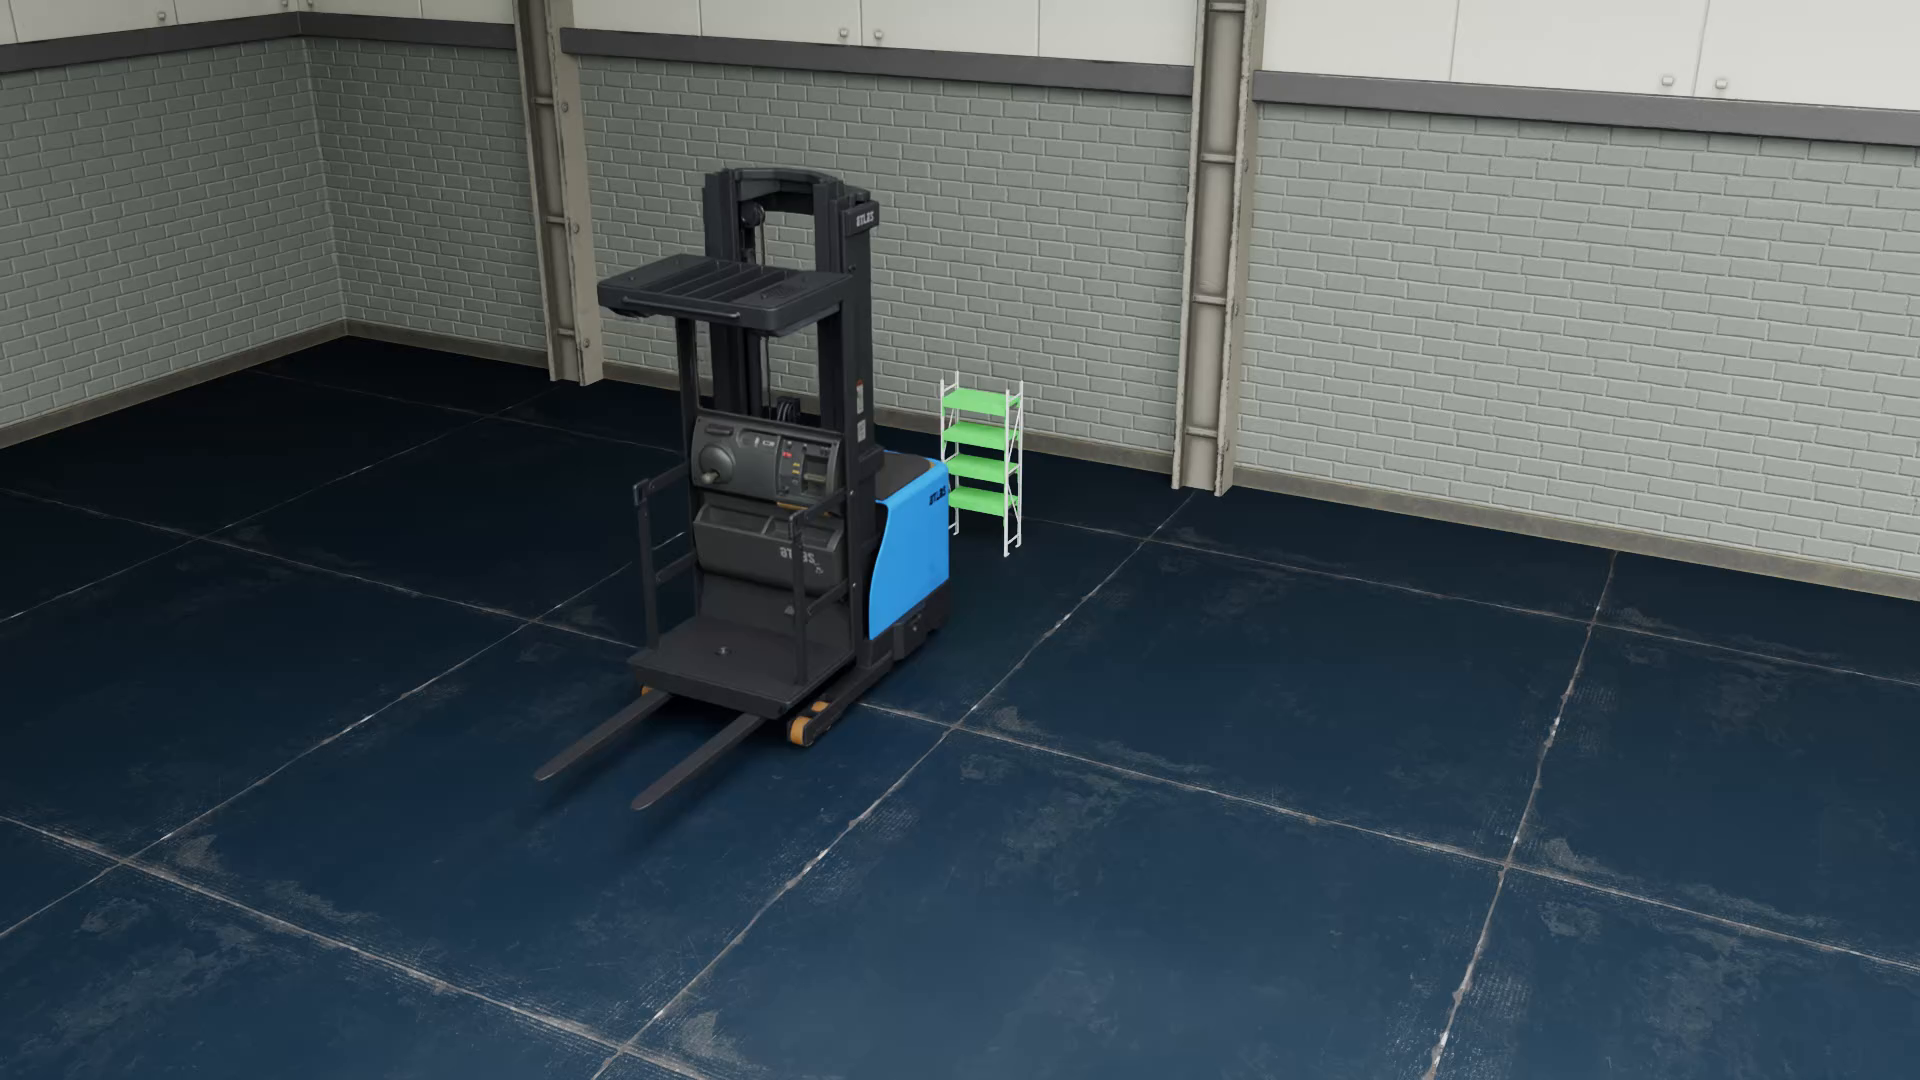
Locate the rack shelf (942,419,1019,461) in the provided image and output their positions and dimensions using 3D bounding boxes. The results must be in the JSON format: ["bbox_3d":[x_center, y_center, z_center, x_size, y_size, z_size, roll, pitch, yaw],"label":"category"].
[{"bbox_3d":[0.148,-0.685,11.378,0.480,0.148,0.258,11,25,25],"label":"rack shelf"}]

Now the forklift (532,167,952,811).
[{"bbox_3d":[-1.171,-0.416,8.983,1.130,2.935,3.031,11,26,25],"label":"forklift"}]

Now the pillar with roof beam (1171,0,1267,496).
[{"bbox_3d":[-0.087,-3.053,7.431,0.400,9.000,9.100,11,25,25],"label":"pillar with roof beam"}]

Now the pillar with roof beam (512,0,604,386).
[{"bbox_3d":[-5.441,-4.113,9.923,0.400,9.000,9.100,11,25,25],"label":"pillar with roof beam"}]

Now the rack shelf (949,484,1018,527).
[{"bbox_3d":[0.148,-0.243,11.565,0.480,0.148,0.258,11,25,25],"label":"rack shelf"}]

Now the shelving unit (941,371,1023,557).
[{"bbox_3d":[0.148,-0.523,11.446,0.503,1.200,0.258,11,25,25],"label":"shelving unit"}]

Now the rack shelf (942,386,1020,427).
[{"bbox_3d":[0.148,-0.906,11.284,0.480,0.148,0.258,11,25,25],"label":"rack shelf"}]

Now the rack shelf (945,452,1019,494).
[{"bbox_3d":[0.148,-0.464,11.471,0.480,0.148,0.258,11,25,25],"label":"rack shelf"}]

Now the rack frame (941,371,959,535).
[{"bbox_3d":[-0.070,-0.566,11.548,0.015,1.200,0.240,11,25,25],"label":"rack frame"}]

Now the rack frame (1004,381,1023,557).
[{"bbox_3d":[0.365,-0.480,11.345,0.015,1.200,0.240,11,25,25],"label":"rack frame"}]
